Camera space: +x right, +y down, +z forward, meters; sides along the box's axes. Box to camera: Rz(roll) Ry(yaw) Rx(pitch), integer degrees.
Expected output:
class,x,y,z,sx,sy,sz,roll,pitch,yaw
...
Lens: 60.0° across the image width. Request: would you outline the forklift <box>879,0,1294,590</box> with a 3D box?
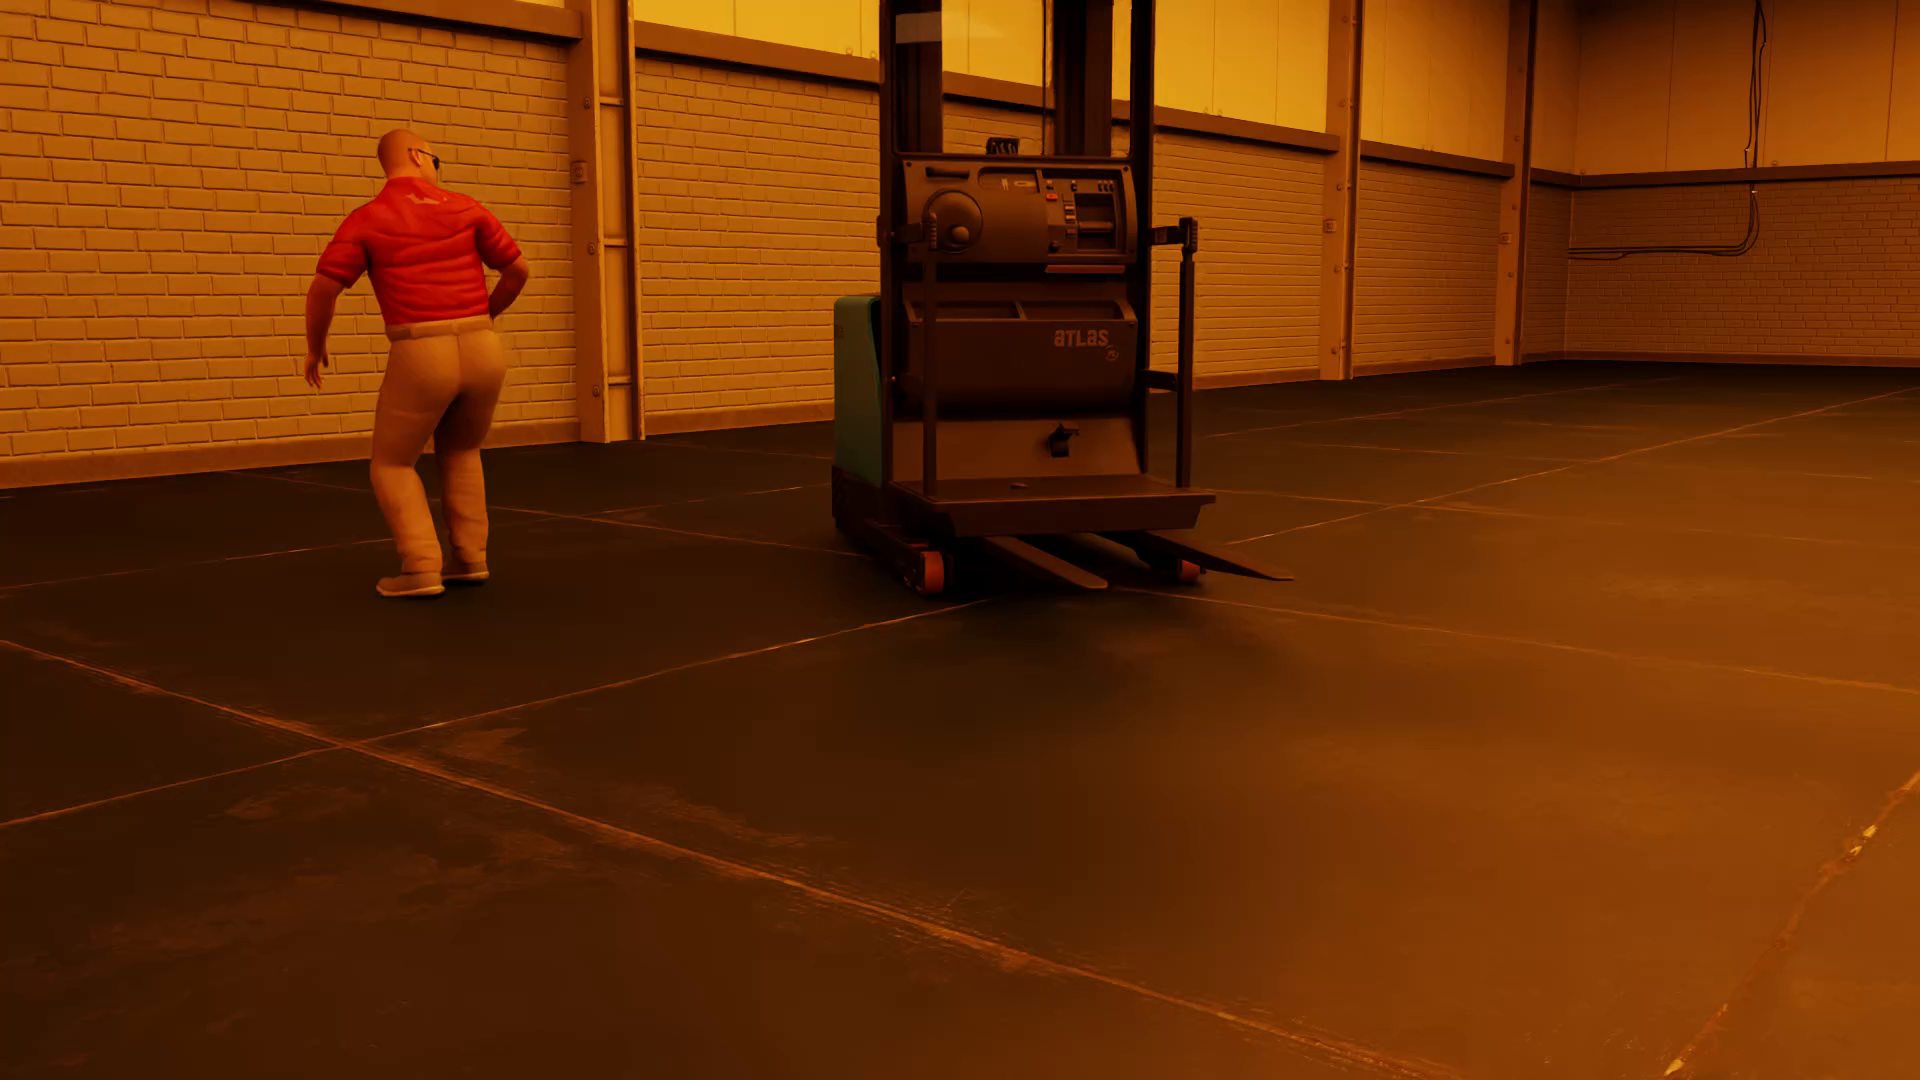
class,x,y,z,sx,sy,sz,roll,pitch,yaw
forklift,0.321,-1.270,6.184,1.101,2.867,2.884,-2,9,-15
